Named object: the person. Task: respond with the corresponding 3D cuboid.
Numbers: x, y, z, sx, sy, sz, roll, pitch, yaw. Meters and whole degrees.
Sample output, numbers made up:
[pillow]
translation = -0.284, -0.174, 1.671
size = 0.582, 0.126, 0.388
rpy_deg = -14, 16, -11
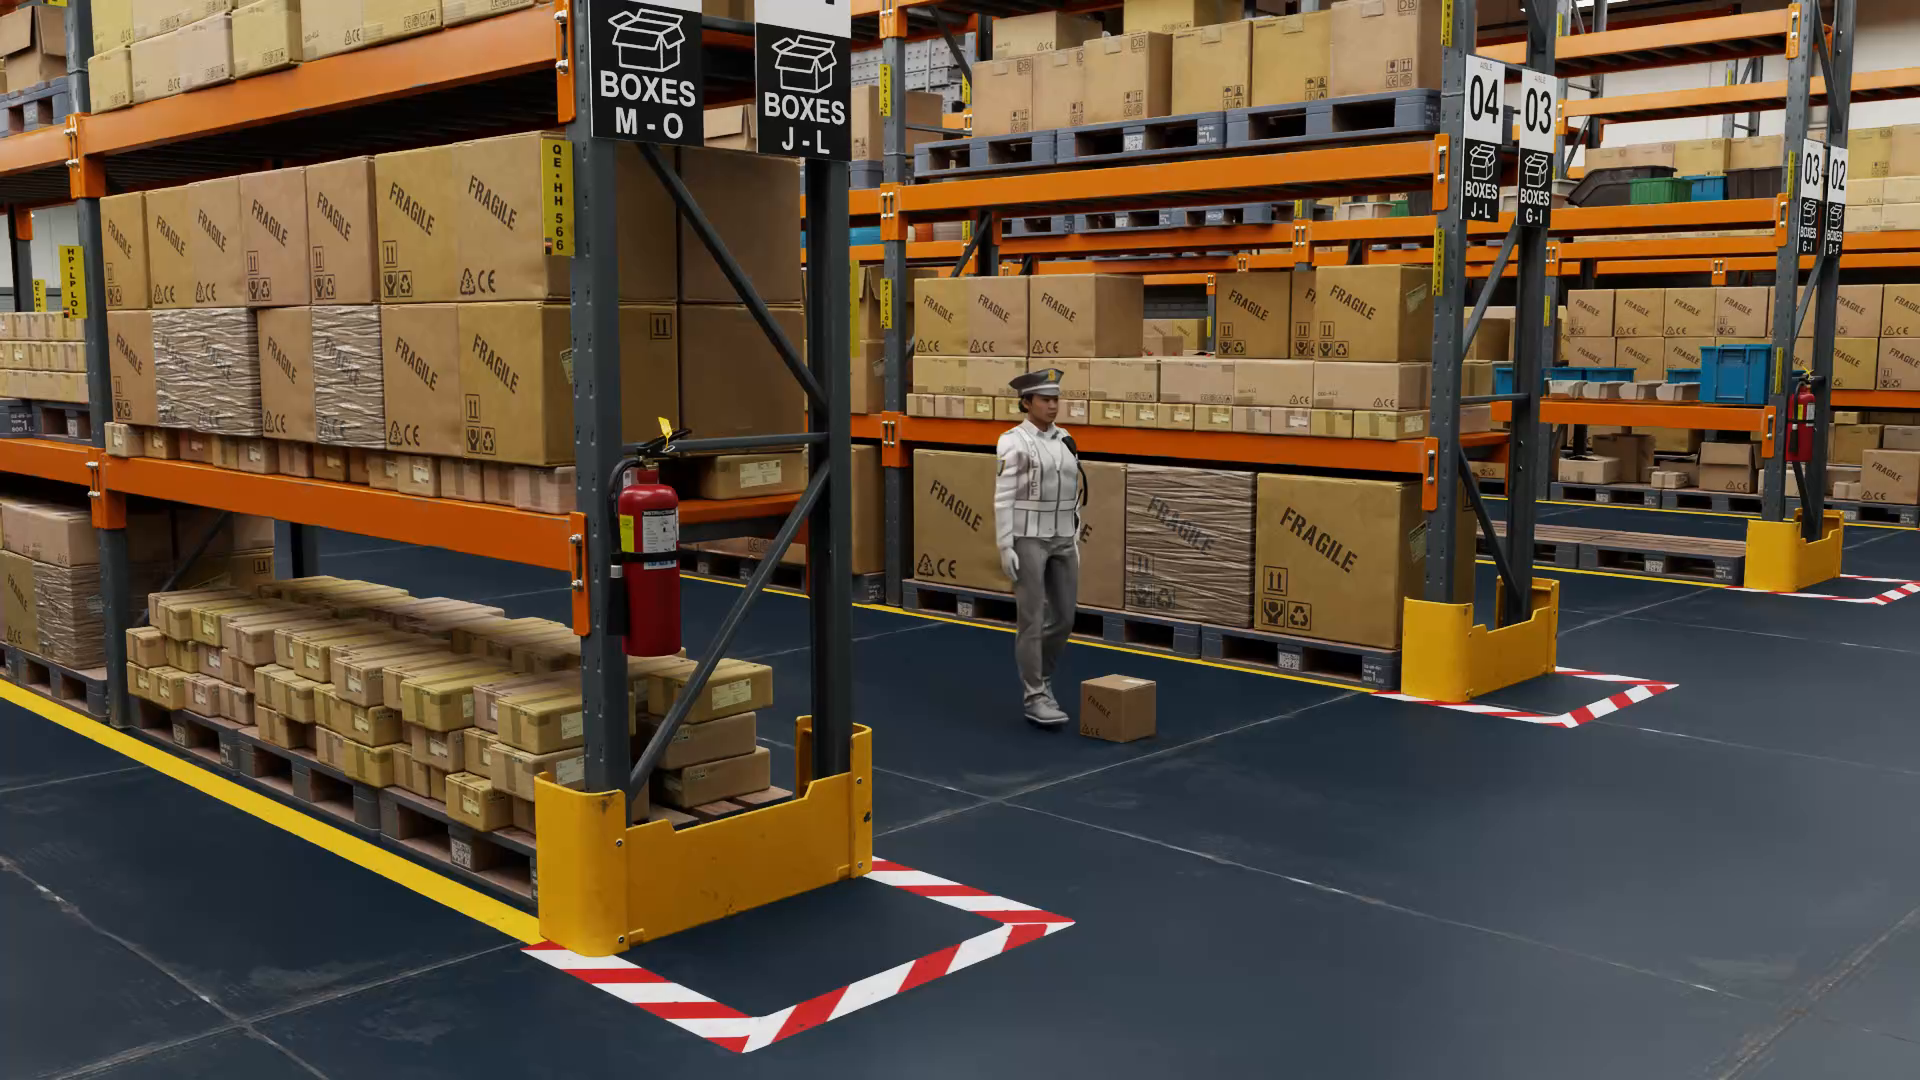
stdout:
[person]
translation = 0.380, 0.024, 7.940
size = 0.499, 1.688, 0.561
rpy_deg = -5, 9, -35
